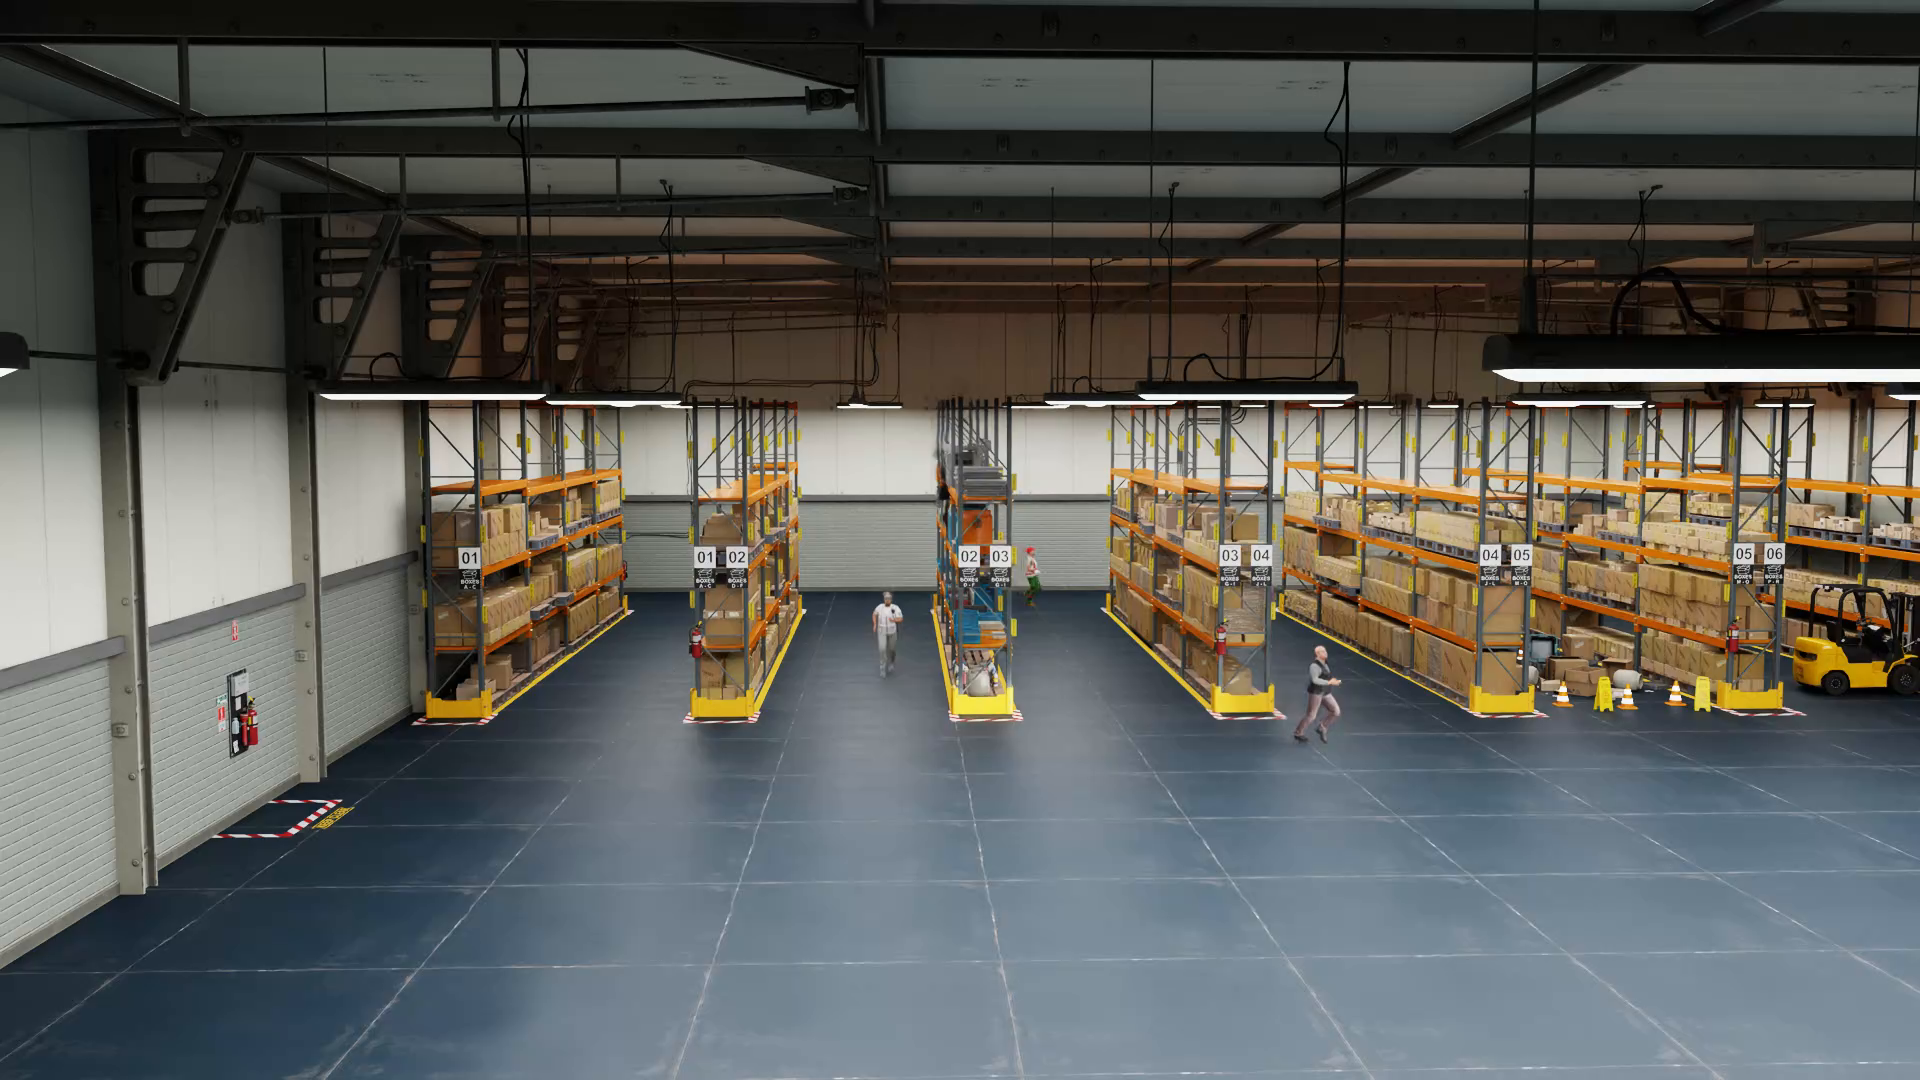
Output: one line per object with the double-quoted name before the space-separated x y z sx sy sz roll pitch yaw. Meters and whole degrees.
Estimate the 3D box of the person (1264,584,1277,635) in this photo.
"person" 7.837 1.669 42.461 0.534 1.553 0.557 -1 4 -10

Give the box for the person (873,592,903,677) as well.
"person" -1.572 2.021 36.175 0.653 1.799 0.921 0 4 -1

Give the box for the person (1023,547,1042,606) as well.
"person" 2.127 1.071 49.014 0.593 1.742 0.655 1 5 13

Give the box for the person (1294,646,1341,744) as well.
"person" 6.181 2.656 28.559 0.853 1.701 0.664 4 6 42
